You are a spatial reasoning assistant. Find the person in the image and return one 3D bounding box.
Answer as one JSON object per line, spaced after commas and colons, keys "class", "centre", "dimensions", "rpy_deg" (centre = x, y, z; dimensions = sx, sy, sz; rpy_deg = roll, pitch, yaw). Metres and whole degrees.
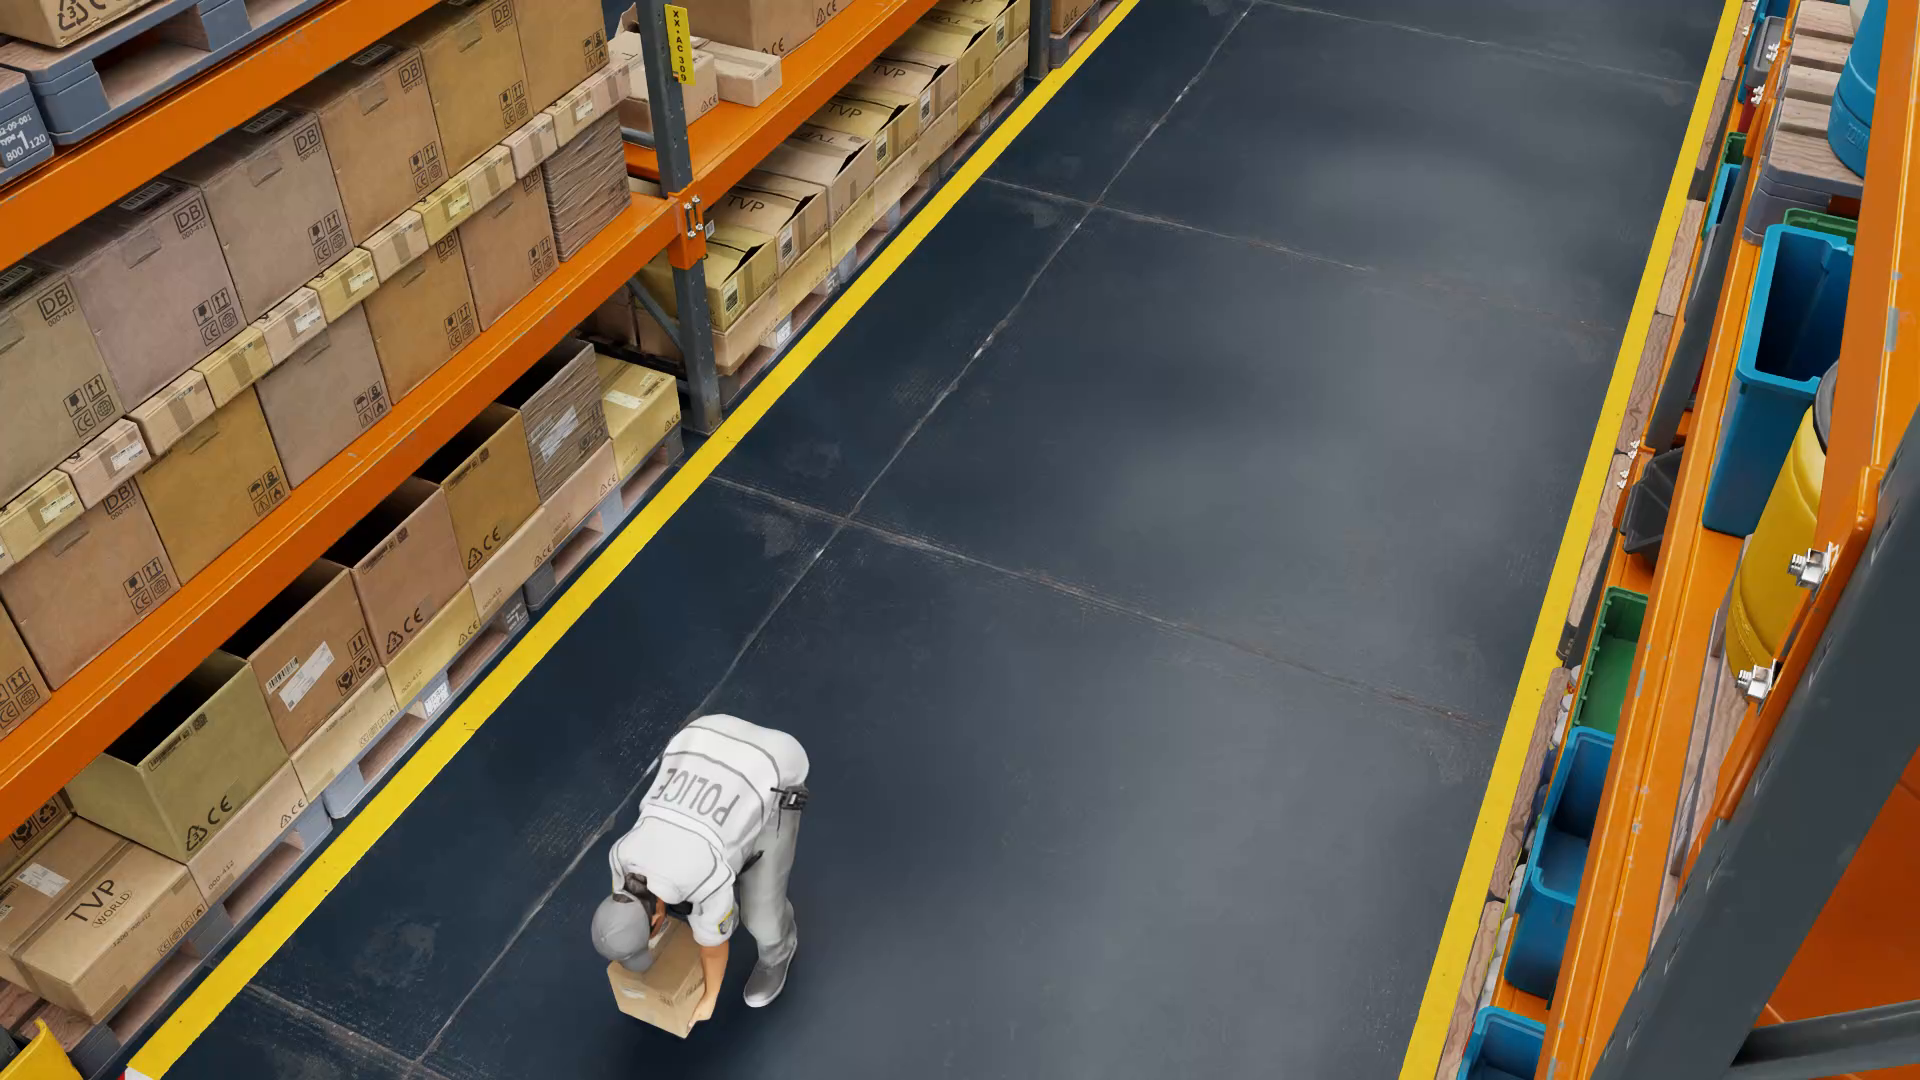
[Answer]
{"class": "person", "centre": [-0.819, 1.170, 5.333], "dimensions": [0.466, 1.047, 0.928], "rpy_deg": [15, 44, 16]}
